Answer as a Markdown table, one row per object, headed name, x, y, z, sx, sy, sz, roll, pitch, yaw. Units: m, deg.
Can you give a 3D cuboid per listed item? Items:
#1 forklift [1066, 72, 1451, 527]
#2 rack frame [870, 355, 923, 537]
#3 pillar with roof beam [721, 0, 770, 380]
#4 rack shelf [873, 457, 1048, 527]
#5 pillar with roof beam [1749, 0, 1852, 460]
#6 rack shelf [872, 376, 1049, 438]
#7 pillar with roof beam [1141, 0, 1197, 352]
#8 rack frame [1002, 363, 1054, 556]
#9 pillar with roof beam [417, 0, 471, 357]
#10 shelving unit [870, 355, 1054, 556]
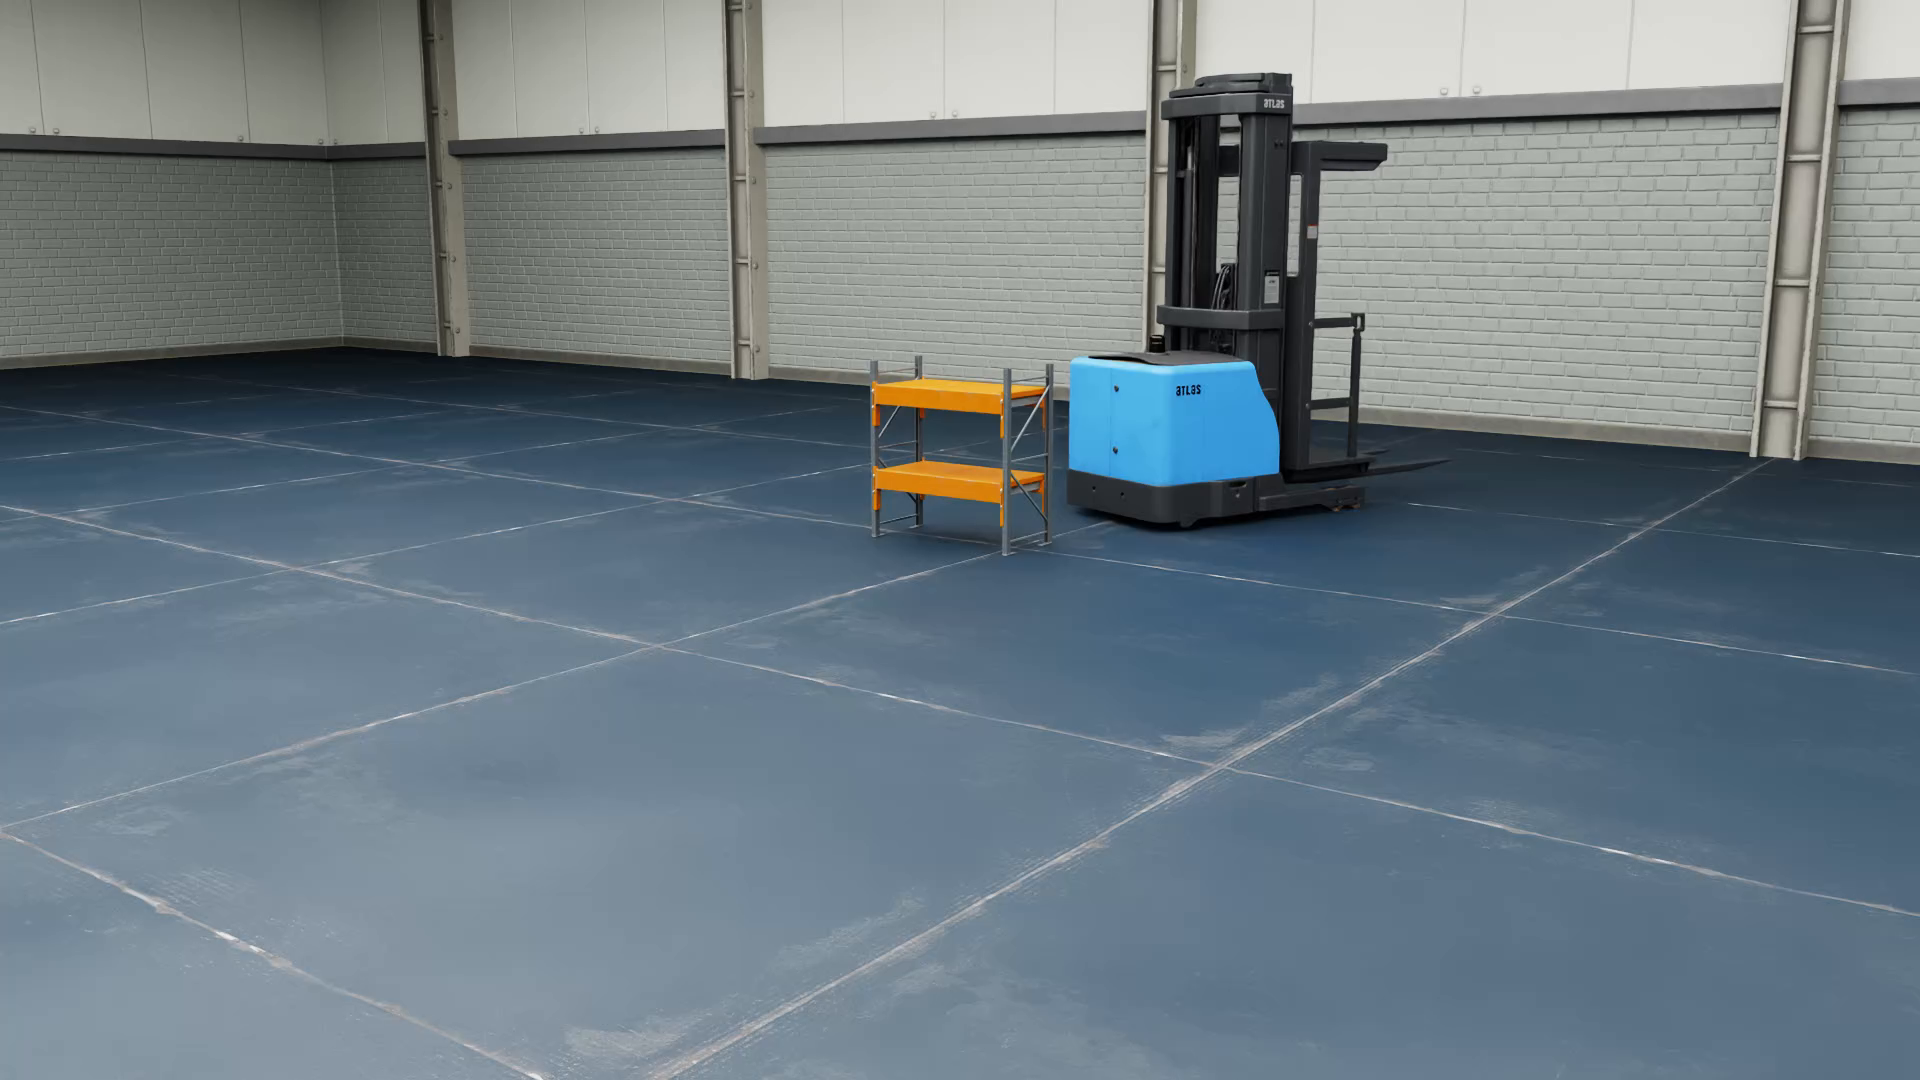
| name | x | y | z | sx | sy | sz | roll | pitch | yaw |
| --- | --- | --- | --- | --- | --- | --- | --- | --- | --- |
| forklift | 2.241 | -1.713 | 11.665 | 3.031 | 2.935 | 1.130 | -7 | 13 | -33 |
| rack frame | -0.404 | -0.609 | 10.714 | 0.032 | 1.125 | 0.500 | 8 | 13 | 36 |
| pillar with roof beam | -5.218 | -5.824 | 16.945 | 0.400 | 9.000 | 9.100 | 8 | 13 | 36 |
| rack shelf | 0.005 | -0.311 | 10.465 | 1.000 | 0.278 | 0.538 | 8 | 13 | 36 |
| pillar with roof beam | 4.454 | -4.475 | 9.971 | 0.400 | 9.000 | 9.100 | 8 | 13 | 36 |
| rack shelf | 0.005 | -0.839 | 10.363 | 1.000 | 0.278 | 0.538 | 8 | 13 | 36 |
| pillar with roof beam | -0.382 | -5.150 | 13.458 | 0.400 | 9.000 | 9.100 | 8 | 13 | 36 |
| rack frame | 0.415 | -0.494 | 10.124 | 0.032 | 1.125 | 0.500 | 8 | 13 | 36 |
| pillar with roof beam | -10.054 | -6.499 | 20.432 | 0.400 | 9.000 | 9.100 | 8 | 13 | 36 |
| shelving unit | 0.005 | -0.552 | 10.419 | 1.048 | 1.125 | 0.538 | 8 | 13 | 36 |
